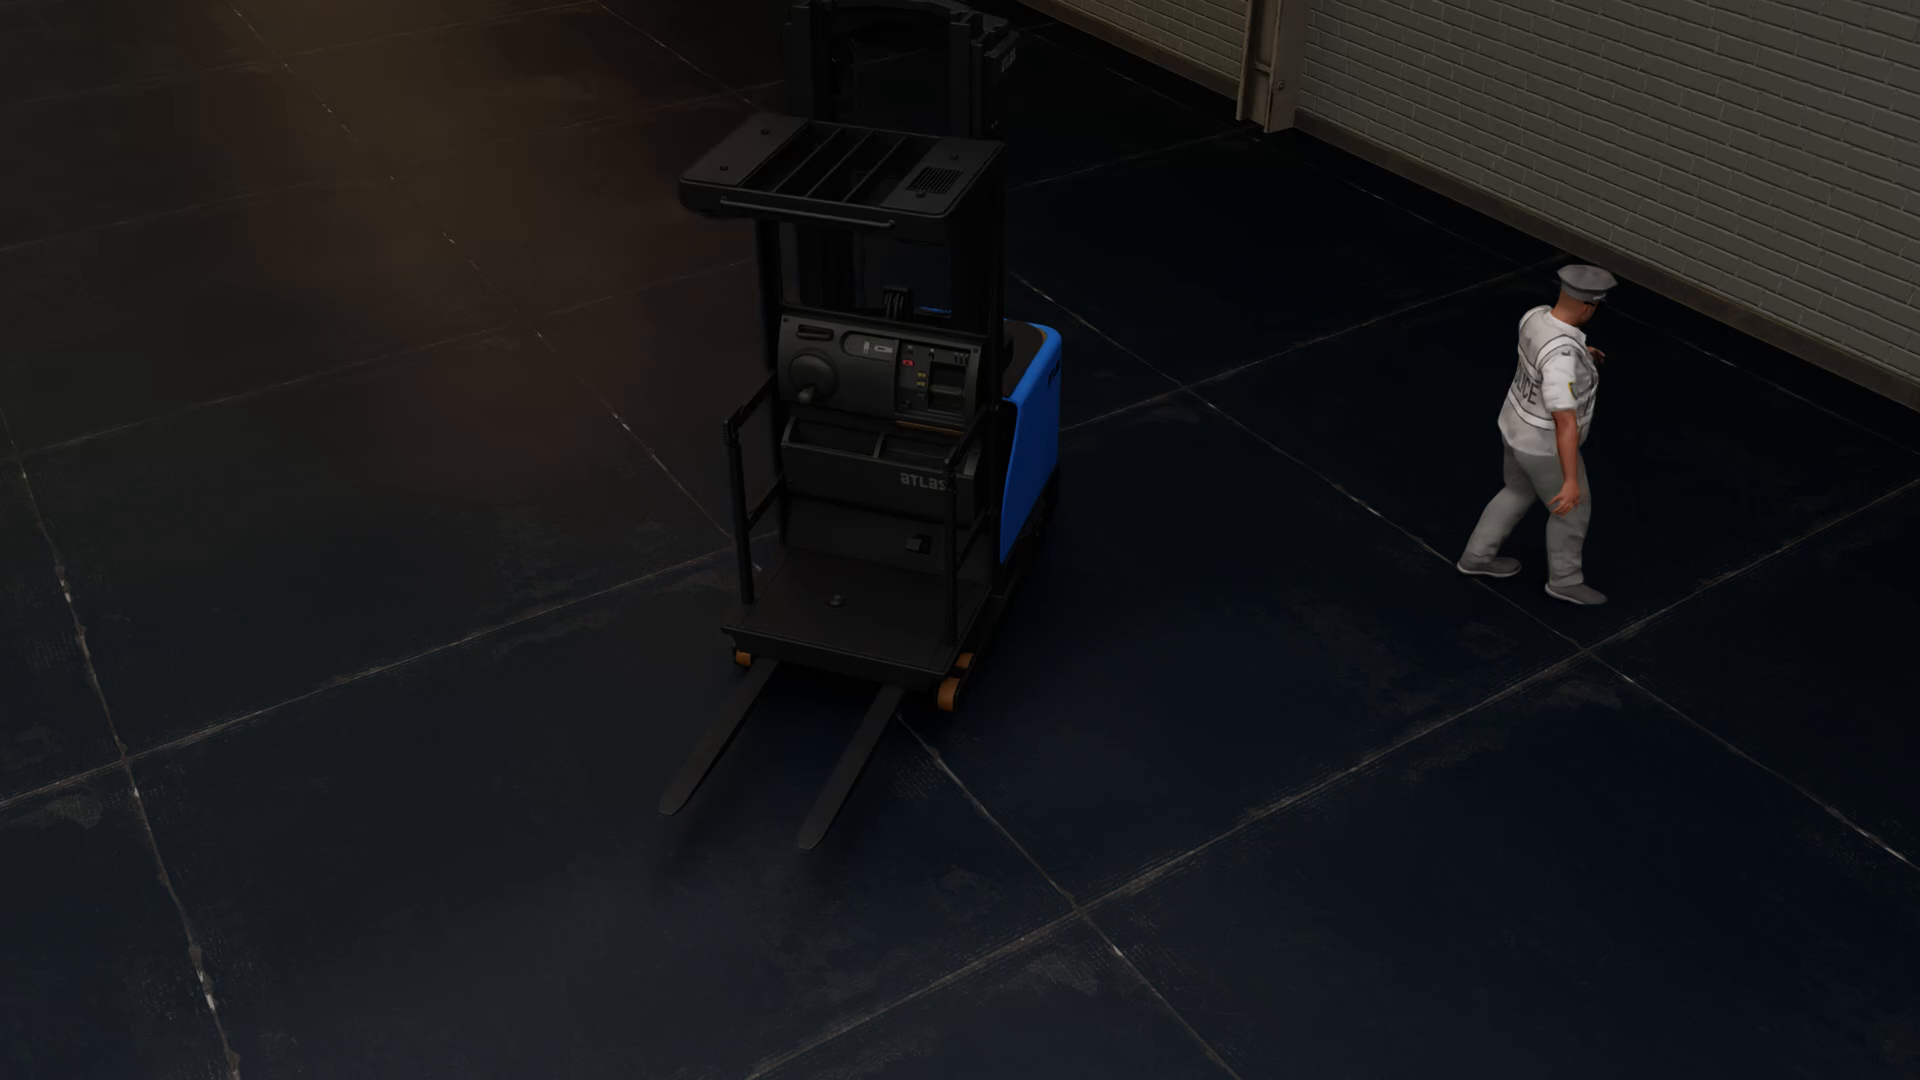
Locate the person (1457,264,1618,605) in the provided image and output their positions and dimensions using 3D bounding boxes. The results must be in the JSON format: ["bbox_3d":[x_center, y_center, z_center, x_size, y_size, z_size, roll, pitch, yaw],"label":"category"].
[{"bbox_3d":[2.882,-0.458,7.894,0.694,1.756,1.011,-1,35,-1],"label":"person"}]

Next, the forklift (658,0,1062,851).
[{"bbox_3d":[-0.425,-0.677,7.111,1.130,2.935,3.031,11,37,15],"label":"forklift"}]
